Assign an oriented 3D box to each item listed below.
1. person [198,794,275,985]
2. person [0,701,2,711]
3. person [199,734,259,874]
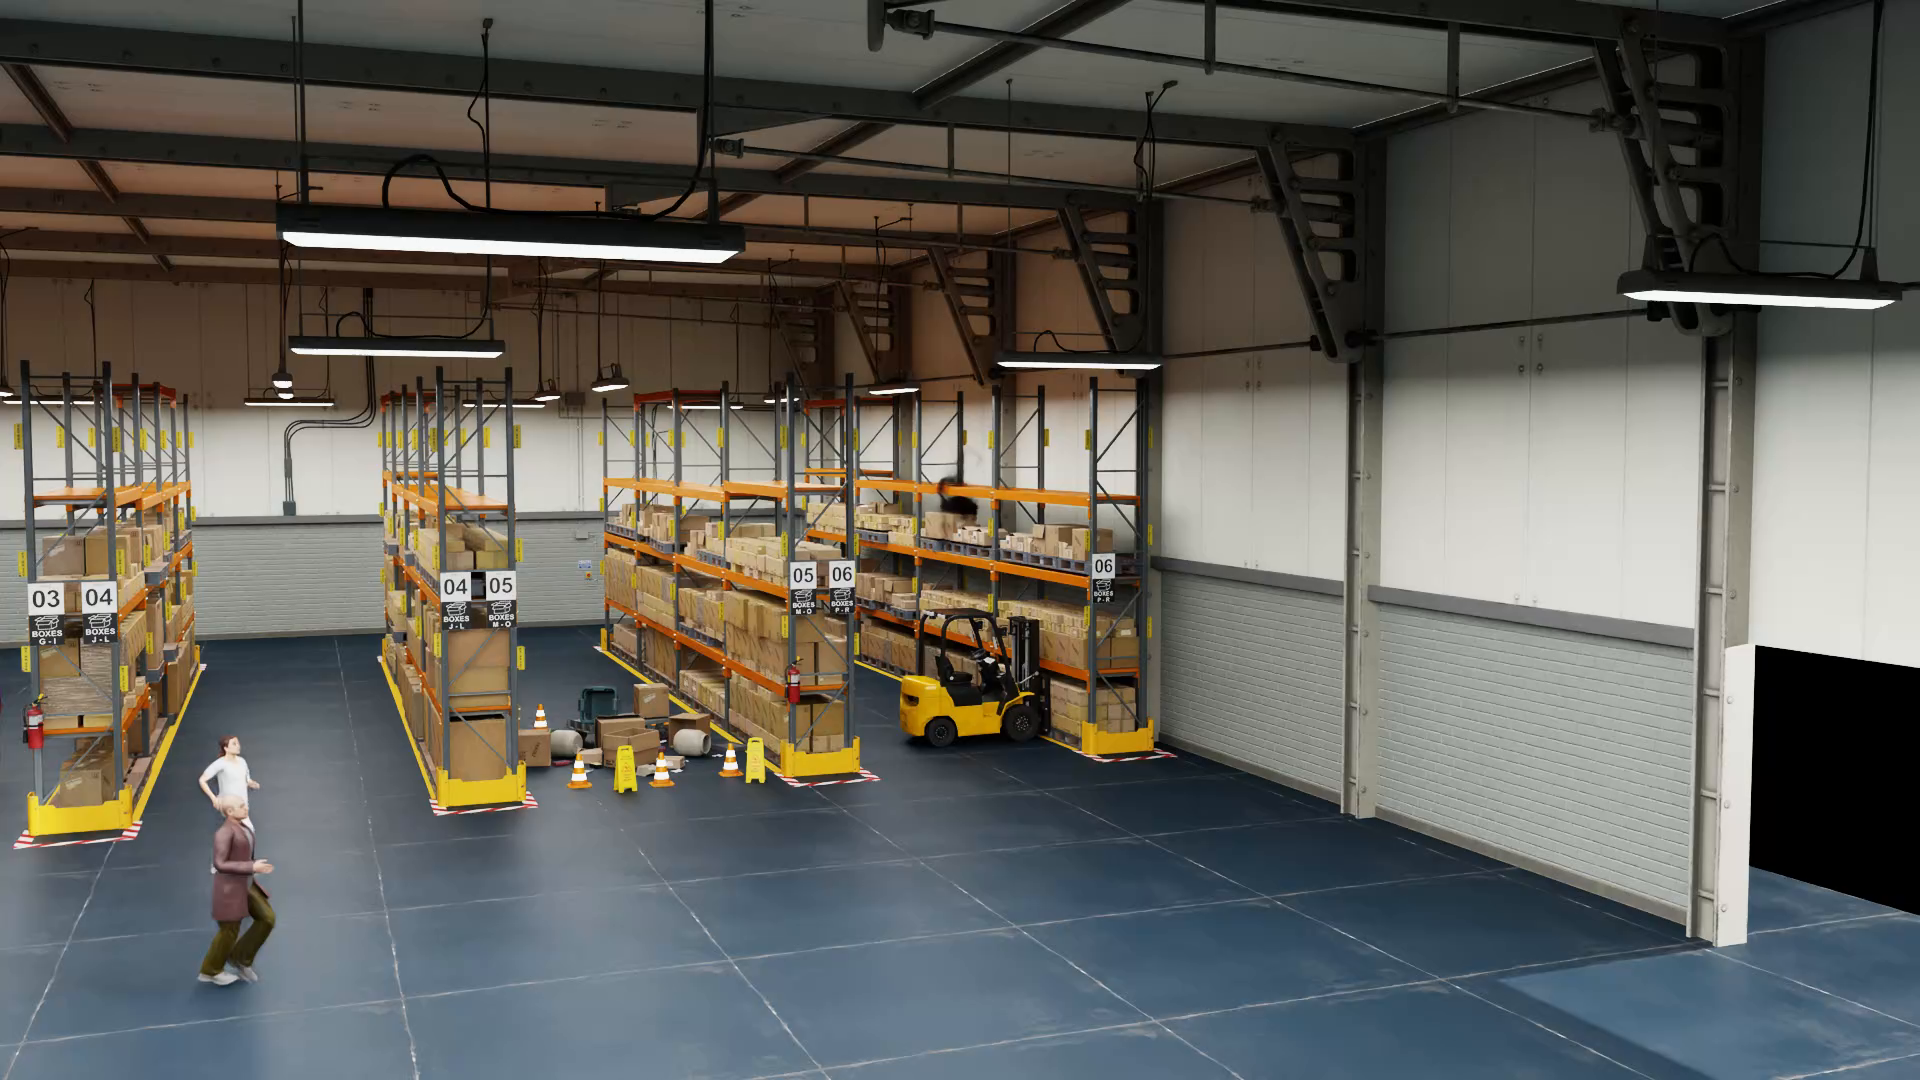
[{"bbox_3d":[-6.598,3.213,15.188,0.766,1.797,0.705,0,3,2],"label":"person"},{"bbox_3d":[-13.838,2.724,23.288,0.673,1.812,0.706,-1,4,-20],"label":"person"},{"bbox_3d":[-8.247,3.024,18.891,0.653,1.641,0.538,1,4,12],"label":"person"}]
